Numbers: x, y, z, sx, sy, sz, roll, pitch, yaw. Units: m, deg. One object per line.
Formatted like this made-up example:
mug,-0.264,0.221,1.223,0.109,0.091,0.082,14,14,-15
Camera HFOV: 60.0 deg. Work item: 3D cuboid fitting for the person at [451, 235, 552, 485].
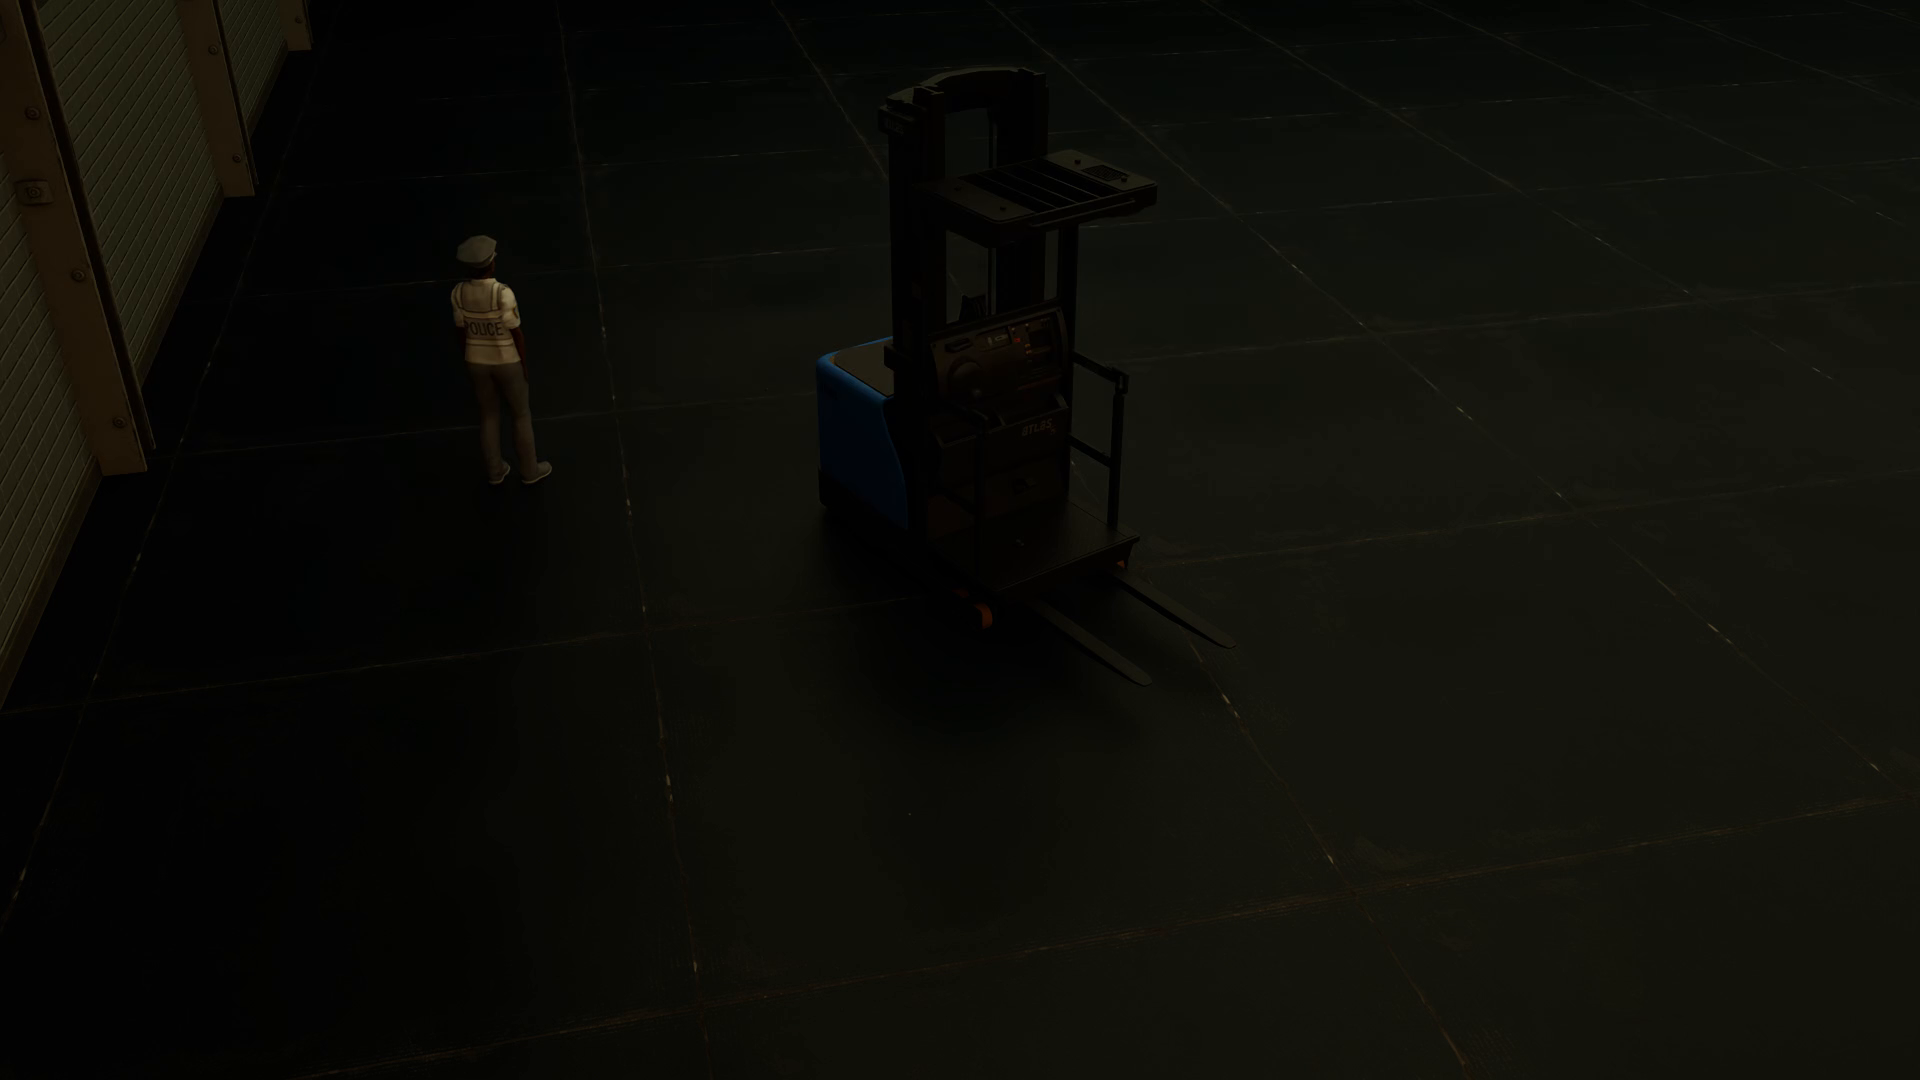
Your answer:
person,-3.003,-1.151,10.805,0.446,1.693,0.341,3,30,5

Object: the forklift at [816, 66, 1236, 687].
forklift,0.355,-1.021,9.338,1.130,2.935,3.031,-20,35,-30
